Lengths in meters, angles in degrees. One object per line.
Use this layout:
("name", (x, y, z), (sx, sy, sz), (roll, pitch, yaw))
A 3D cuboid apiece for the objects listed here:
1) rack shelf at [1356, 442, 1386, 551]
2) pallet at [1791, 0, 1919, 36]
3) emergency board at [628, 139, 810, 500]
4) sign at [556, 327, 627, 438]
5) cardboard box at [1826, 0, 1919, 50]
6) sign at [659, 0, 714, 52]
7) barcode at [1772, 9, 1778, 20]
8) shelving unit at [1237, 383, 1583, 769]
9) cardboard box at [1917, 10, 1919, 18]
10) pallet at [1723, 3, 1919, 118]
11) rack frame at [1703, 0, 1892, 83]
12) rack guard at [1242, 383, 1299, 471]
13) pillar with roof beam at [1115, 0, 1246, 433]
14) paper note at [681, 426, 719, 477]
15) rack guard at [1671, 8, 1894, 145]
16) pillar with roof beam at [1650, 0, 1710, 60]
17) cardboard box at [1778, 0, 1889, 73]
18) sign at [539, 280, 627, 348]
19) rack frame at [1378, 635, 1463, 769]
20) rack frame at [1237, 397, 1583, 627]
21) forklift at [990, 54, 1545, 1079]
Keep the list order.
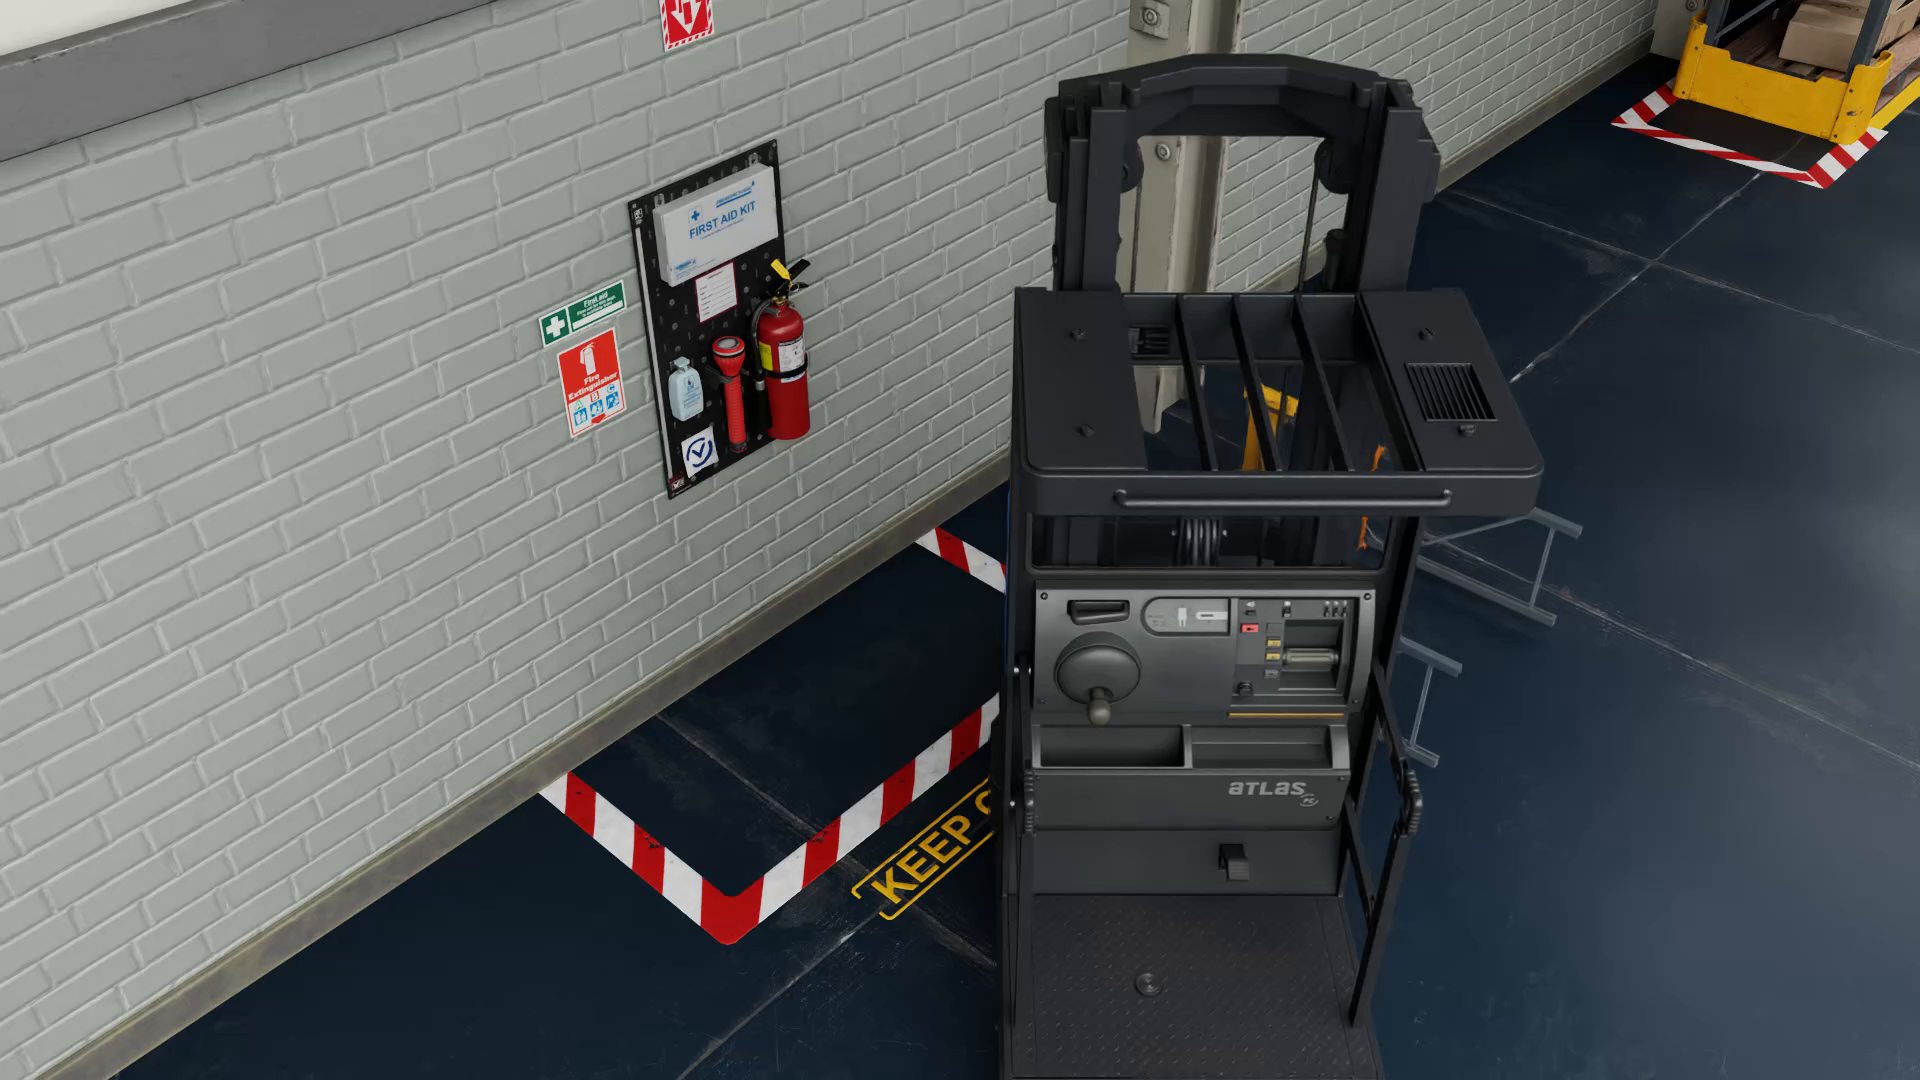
("rack shelf", (1.357, 0.024, 6.727), (0.185, 0.538, 1.000), (27, 46, 30))
("pallet", (6.600, -3.763, 11.813), (1.003, 0.211, 1.213), (30, 47, 32))
("emergency board", (-0.758, -0.713, 5.736), (0.194, 1.169, 0.643), (30, 47, 32))
("sign", (-1.207, -0.516, 5.460), (0.001, 0.329, 0.234), (30, 47, 32))
("cardboard box", (6.070, -3.565, 11.131), (0.500, 0.311, 0.500), (-30, 47, -32))
("sign", (-0.837, -1.658, 5.063), (0.001, 0.298, 0.199), (30, 47, 32))
("barcode", (5.402, -3.483, 11.020), (0.001, 0.075, 0.075), (30, 47, 32))
("shelving unit", (1.502, 0.092, 6.642), (1.500, 0.587, 1.083), (27, 46, 30))
("cardboard box", (6.601, -3.955, 11.469), (0.700, 0.500, 0.500), (27, 46, 29))
("pallet", (5.777, -3.205, 11.112), (1.003, 0.211, 1.213), (30, 47, 32))
("rack frame", (5.152, -3.904, 9.749), (1.000, 3.000, 0.127), (30, 47, 32))
("rack guard", (1.339, -0.395, 7.255), (0.250, 0.587, 0.087), (27, 46, 30))
("pillar with roof beam", (4.115, -2.372, 3.003), (9.100, 9.000, 0.400), (30, 47, 32))
("paper note", (-0.928, -0.316, 5.945), (0.016, 0.148, 0.142), (30, 47, 32))
("rack guard", (5.203, -2.960, 10.571), (1.175, 0.500, 0.348), (30, 47, 32))
("pillar with roof beam", (8.163, -5.129, 6.470), (9.100, 9.000, 0.400), (30, 47, 32))
("cardboard box", (5.685, -3.304, 10.801), (0.500, 0.311, 0.500), (24, 44, 27))
("sign", (-1.197, -0.722, 5.293), (0.001, 0.109, 0.331), (30, 47, 32))
("rack frame", (1.171, 0.339, 6.331), (1.500, 0.500, 0.032), (27, 46, 30))
("rack frame", (1.821, -0.148, 6.943), (1.500, 0.500, 0.032), (27, 46, 30))
("forklift", (0.672, 0.383, 4.413), (1.130, 2.935, 3.031), (0, 38, 0))
